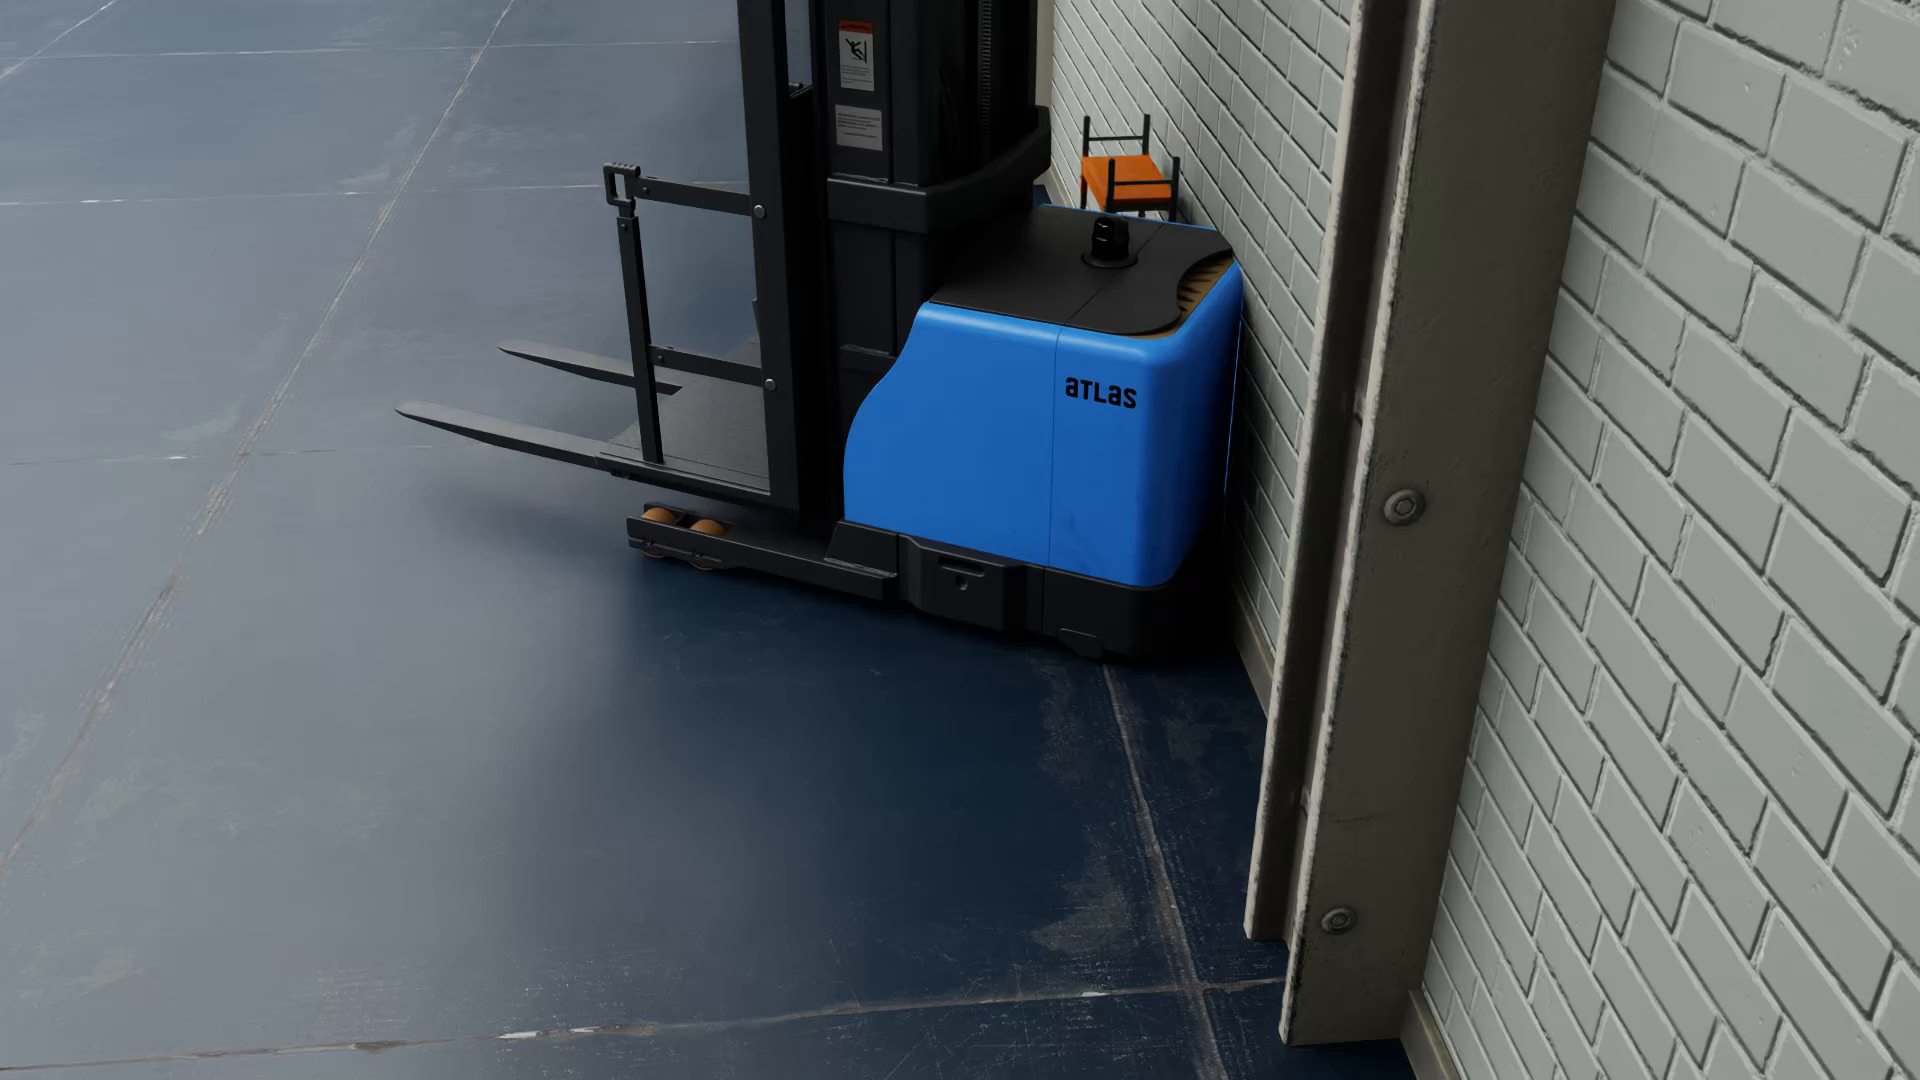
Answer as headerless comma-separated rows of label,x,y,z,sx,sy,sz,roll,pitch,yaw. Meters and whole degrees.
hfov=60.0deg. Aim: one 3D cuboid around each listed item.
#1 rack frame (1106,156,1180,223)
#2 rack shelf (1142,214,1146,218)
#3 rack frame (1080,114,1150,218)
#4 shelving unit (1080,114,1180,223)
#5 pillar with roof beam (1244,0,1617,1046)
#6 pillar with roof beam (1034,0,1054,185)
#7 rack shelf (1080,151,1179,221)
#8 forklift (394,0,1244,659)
rack frame,0.614,-0.756,5.846,0.240,1.200,0.015,-3,31,-5
rack shelf,0.588,-1.015,5.974,0.258,0.148,0.480,-3,31,-5
rack frame,0.563,-1.005,6.262,0.240,1.200,0.015,-3,31,-5
shelving unit,0.588,-0.880,6.054,0.258,1.200,0.503,-3,31,-5
pillar with roof beam,-3.408,-2.607,1.339,9.100,9.000,0.400,-3,31,-5
pillar with roof beam,-3.968,-5.670,6.467,9.100,9.000,0.400,-3,31,-5
rack shelf,0.588,-1.218,5.853,0.258,0.148,0.480,-3,31,-5
forklift,-0.568,-1.389,5.217,3.031,2.935,1.130,13,33,21
